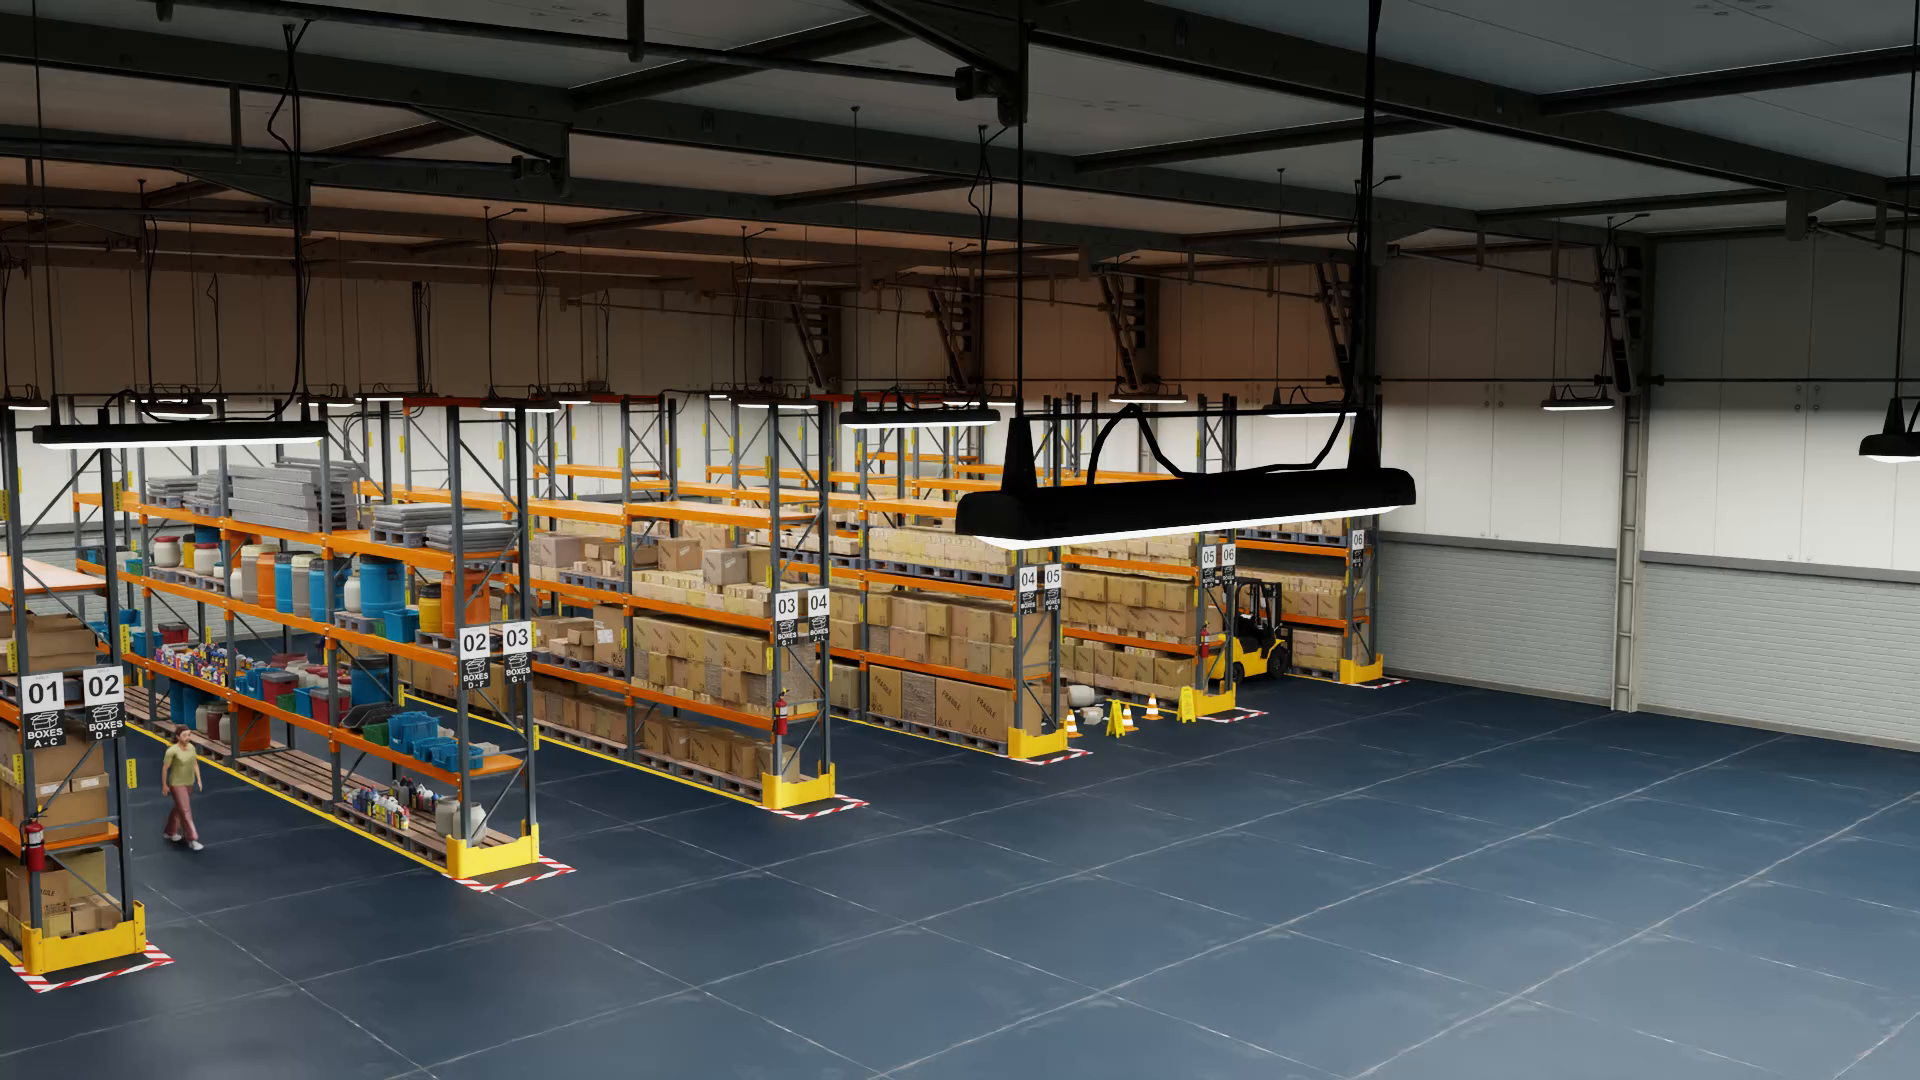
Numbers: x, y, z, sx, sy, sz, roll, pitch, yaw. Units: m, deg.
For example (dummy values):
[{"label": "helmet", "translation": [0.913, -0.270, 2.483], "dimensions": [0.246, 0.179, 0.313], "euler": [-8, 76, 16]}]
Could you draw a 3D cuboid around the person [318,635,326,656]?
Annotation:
[{"label": "person", "translation": [-14.470, 1.839, 37.944], "dimensions": [0.463, 1.623, 0.488], "euler": [0, 6, 1]}]

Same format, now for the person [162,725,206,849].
[{"label": "person", "translation": [-10.512, 3.353, 22.559], "dimensions": [0.958, 1.550, 0.483], "euler": [2, 6, 18]}]
